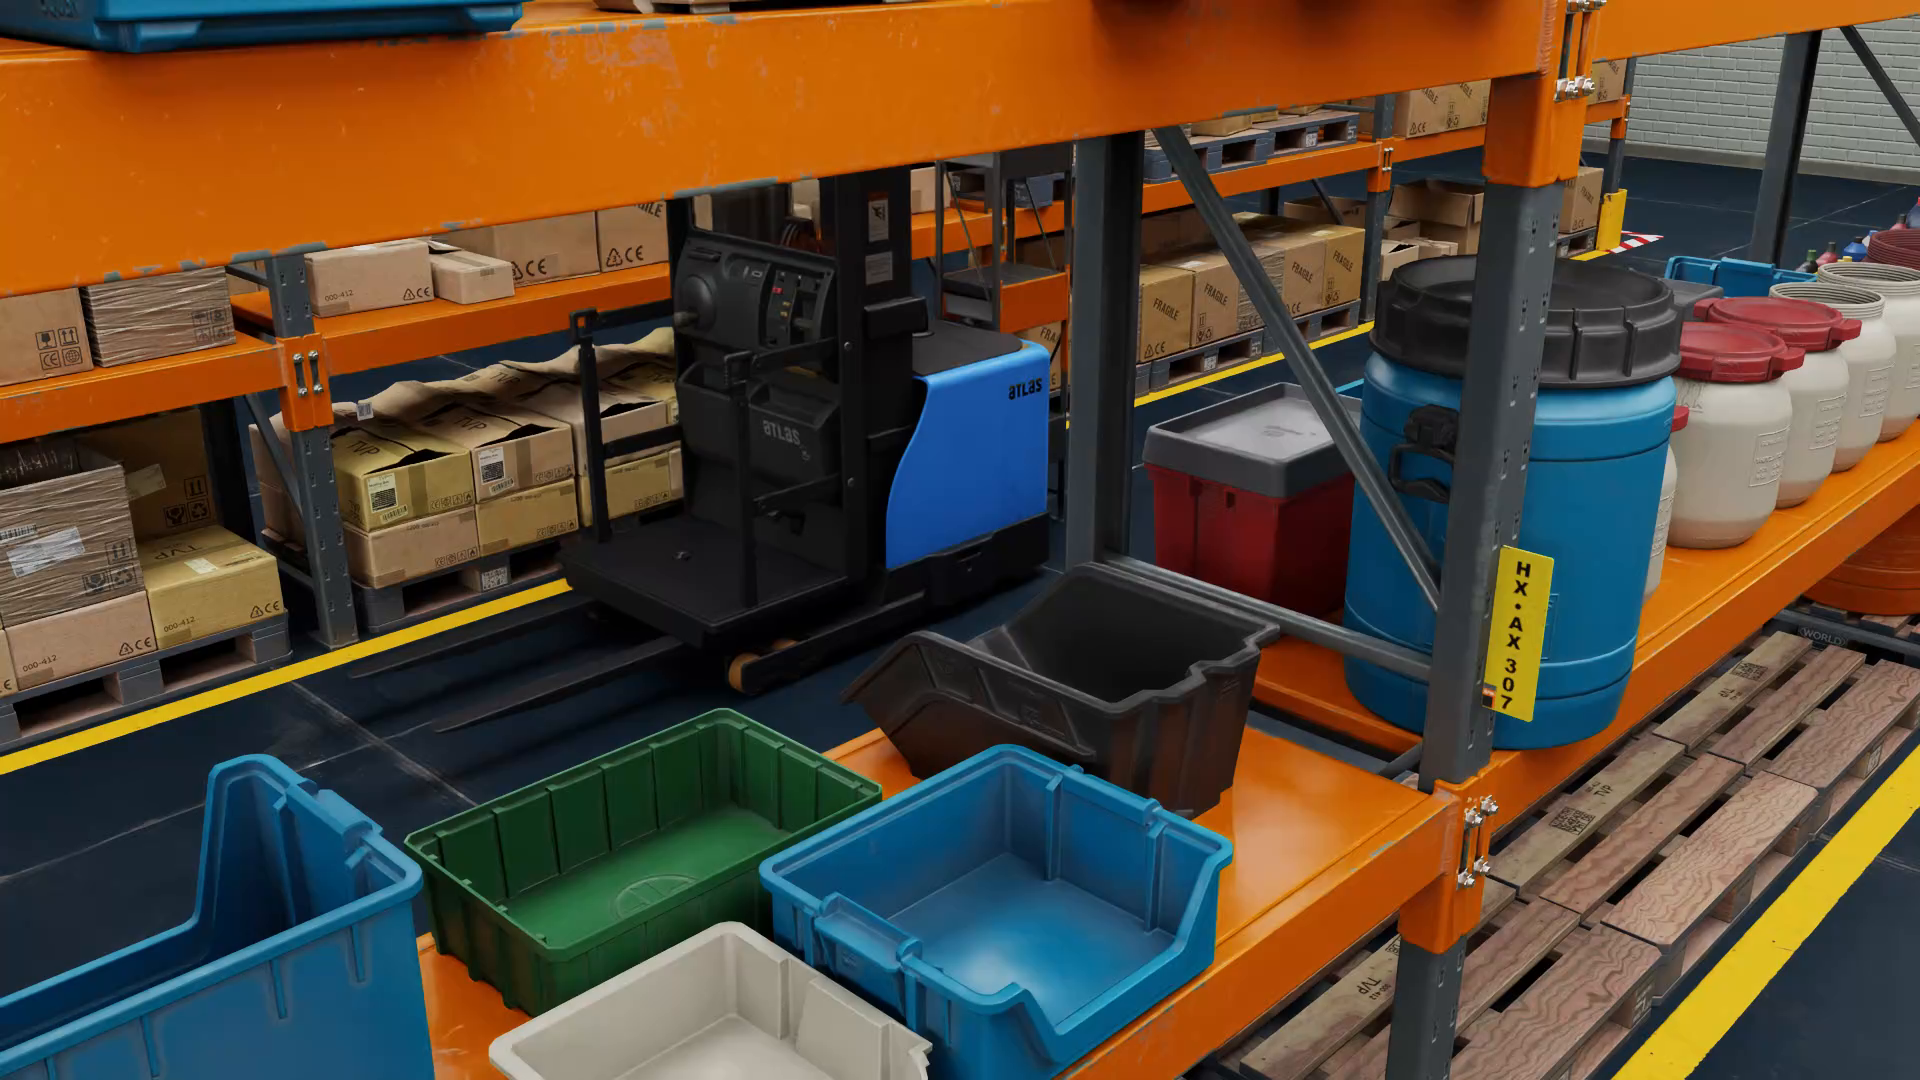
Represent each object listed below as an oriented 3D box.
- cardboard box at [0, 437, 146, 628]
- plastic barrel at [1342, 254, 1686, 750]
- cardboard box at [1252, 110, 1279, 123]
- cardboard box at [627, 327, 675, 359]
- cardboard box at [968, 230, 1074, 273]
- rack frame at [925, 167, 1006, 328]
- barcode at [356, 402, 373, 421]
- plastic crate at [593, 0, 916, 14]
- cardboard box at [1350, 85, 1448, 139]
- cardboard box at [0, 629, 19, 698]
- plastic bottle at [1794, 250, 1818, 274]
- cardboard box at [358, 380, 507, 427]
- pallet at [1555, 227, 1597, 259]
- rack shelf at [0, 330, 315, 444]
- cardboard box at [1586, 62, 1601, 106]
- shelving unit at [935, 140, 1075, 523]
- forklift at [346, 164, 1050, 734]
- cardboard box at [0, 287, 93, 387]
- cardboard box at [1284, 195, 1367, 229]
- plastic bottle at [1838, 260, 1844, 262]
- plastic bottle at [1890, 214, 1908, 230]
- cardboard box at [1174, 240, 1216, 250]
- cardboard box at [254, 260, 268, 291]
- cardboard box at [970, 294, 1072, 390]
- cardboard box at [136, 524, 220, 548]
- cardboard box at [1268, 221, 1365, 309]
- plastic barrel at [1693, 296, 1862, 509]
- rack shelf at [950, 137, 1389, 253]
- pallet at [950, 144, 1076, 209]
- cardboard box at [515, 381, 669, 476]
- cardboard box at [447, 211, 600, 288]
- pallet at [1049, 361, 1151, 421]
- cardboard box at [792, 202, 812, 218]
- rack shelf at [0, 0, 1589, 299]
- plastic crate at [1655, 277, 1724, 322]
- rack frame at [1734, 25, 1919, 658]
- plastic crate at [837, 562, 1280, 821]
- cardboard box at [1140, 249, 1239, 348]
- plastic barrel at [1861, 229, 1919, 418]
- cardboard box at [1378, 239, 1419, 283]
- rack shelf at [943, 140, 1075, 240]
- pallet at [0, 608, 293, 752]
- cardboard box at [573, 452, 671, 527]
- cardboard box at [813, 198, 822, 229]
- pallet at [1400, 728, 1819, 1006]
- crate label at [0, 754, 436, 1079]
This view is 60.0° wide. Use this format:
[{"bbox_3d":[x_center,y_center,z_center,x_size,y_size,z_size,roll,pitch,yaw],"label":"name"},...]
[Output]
[{"bbox_3d":[-3.434,-0.042,6.204,0.500,0.500,0.500,19,28,41],"label":"cardboard box"},{"bbox_3d":[1.123,-0.095,3.443,0.600,0.901,0.708,19,28,41],"label":"plastic barrel"},{"bbox_3d":[1.746,-3.119,11.285,0.500,0.500,0.700,-15,26,-34],"label":"cardboard box"},{"bbox_3d":[-1.413,-0.952,8.837,0.500,0.311,0.500,18,28,39],"label":"cardboard box"},{"bbox_3d":[0.401,-1.810,10.429,0.500,0.250,0.500,-19,28,-40],"label":"cardboard box"},{"bbox_3d":[-0.119,-2.107,9.375,1.000,3.000,0.127,19,28,41],"label":"rack frame"},{"bbox_3d":[-2.433,-0.527,6.797,0.001,0.075,0.075,19,28,41],"label":"barcode"},{"bbox_3d":[-0.193,-0.601,1.644,0.243,0.136,0.396,19,28,41],"label":"plastic crate"},{"bbox_3d":[3.222,-3.245,12.196,0.500,0.500,0.500,-19,28,-41],"label":"cardboard box"},{"bbox_3d":[-3.771,0.441,5.994,0.500,0.250,0.500,19,28,41],"label":"cardboard box"},{"bbox_3d":[3.404,-1.022,6.716,0.061,0.283,0.133,19,28,41],"label":"plastic bottle"},{"bbox_3d":[-2.474,-0.564,7.827,0.500,0.311,0.500,-19,28,-41],"label":"cardboard box"},{"bbox_3d":[4.853,-2.637,14.641,1.003,0.211,1.213,19,28,41],"label":"pallet"},{"bbox_3d":[-4.305,-0.229,5.491,1.077,0.370,4.000,19,28,41],"label":"rack shelf"},{"bbox_3d":[4.985,-3.892,13.881,0.500,0.500,0.500,20,28,41],"label":"cardboard box"},{"bbox_3d":[0.205,-1.055,7.893,0.431,2.100,0.503,19,28,41],"label":"shelving unit"},{"bbox_3d":[-0.979,-0.968,6.508,1.130,2.935,3.031,19,28,41],"label":"forklift"},{"bbox_3d":[-3.578,-0.872,6.024,0.700,0.500,0.500,19,28,40],"label":"cardboard box"},{"bbox_3d":[2.865,-2.391,12.986,0.500,0.500,0.500,19,28,41],"label":"cardboard box"},{"bbox_3d":[3.658,-1.069,6.951,0.097,0.201,0.097,0,21,0],"label":"plastic bottle"},{"bbox_3d":[4.201,-1.316,7.481,0.061,0.283,0.133,19,28,41],"label":"plastic bottle"},{"bbox_3d":[1.441,-1.844,11.562,0.500,0.500,0.500,20,29,41],"label":"cardboard box"},{"bbox_3d":[-4.905,-1.948,11.833,0.700,0.500,0.500,19,28,40],"label":"cardboard box"},{"bbox_3d":[0.403,-1.191,9.863,0.500,0.500,0.500,-19,28,-40],"label":"cardboard box"},{"bbox_3d":[-3.450,0.052,7.005,0.500,0.250,0.500,19,28,41],"label":"cardboard box"},{"bbox_3d":[2.532,-1.975,11.903,0.500,0.500,0.500,19,28,40],"label":"cardboard box"},{"bbox_3d":[2.275,-0.392,4.725,0.433,0.535,0.433,0,21,0],"label":"plastic barrel"},{"bbox_3d":[1.276,-2.285,10.842,1.077,0.370,4.000,19,28,41],"label":"rack shelf"},{"bbox_3d":[0.303,-2.209,9.909,1.213,0.211,1.003,19,28,41],"label":"pallet"},{"bbox_3d":[-1.730,-0.558,7.810,0.500,0.311,0.500,18,27,39],"label":"cardboard box"},{"bbox_3d":[-1.995,-1.454,7.537,0.500,0.500,0.500,-18,27,-38],"label":"cardboard box"},{"bbox_3d":[0.429,-0.988,10.350,1.003,0.211,1.213,19,28,41],"label":"pallet"},{"bbox_3d":[-0.968,-1.648,8.531,0.250,0.149,0.380,-18,27,-38],"label":"cardboard box"},{"bbox_3d":[-0.758,-0.388,1.725,1.077,0.370,4.000,19,28,41],"label":"rack shelf"},{"bbox_3d":[2.081,-0.557,5.254,0.402,0.464,0.583,19,28,41],"label":"plastic crate"},{"bbox_3d":[3.427,-0.866,6.147,1.000,3.000,0.127,19,28,41],"label":"rack frame"},{"bbox_3d":[0.180,0.294,3.216,0.767,0.338,0.504,19,28,41],"label":"plastic crate"},{"bbox_3d":[1.478,-1.590,10.901,0.500,0.500,0.500,18,27,39],"label":"cardboard box"},{"bbox_3d":[3.321,-0.735,5.615,0.600,0.536,0.708,19,28,41],"label":"plastic barrel"},{"bbox_3d":[3.119,-2.139,12.594,0.500,0.311,0.500,19,28,41],"label":"cardboard box"},{"bbox_3d":[0.205,-1.696,7.647,0.431,0.518,0.480,19,28,41],"label":"rack shelf"},{"bbox_3d":[-3.494,0.417,6.696,1.003,0.211,1.213,19,28,41],"label":"pallet"},{"bbox_3d":[-1.734,-0.298,7.916,0.500,0.250,0.500,18,28,39],"label":"cardboard box"},{"bbox_3d":[-0.549,-1.689,8.639,0.380,0.149,0.250,19,28,41],"label":"cardboard box"},{"bbox_3d":[2.008,0.937,5.343,1.003,0.211,1.213,19,28,41],"label":"pallet"},{"bbox_3d":[-1.063,0.633,2.198,0.502,0.435,0.616,19,28,41],"label":"crate label"}]
